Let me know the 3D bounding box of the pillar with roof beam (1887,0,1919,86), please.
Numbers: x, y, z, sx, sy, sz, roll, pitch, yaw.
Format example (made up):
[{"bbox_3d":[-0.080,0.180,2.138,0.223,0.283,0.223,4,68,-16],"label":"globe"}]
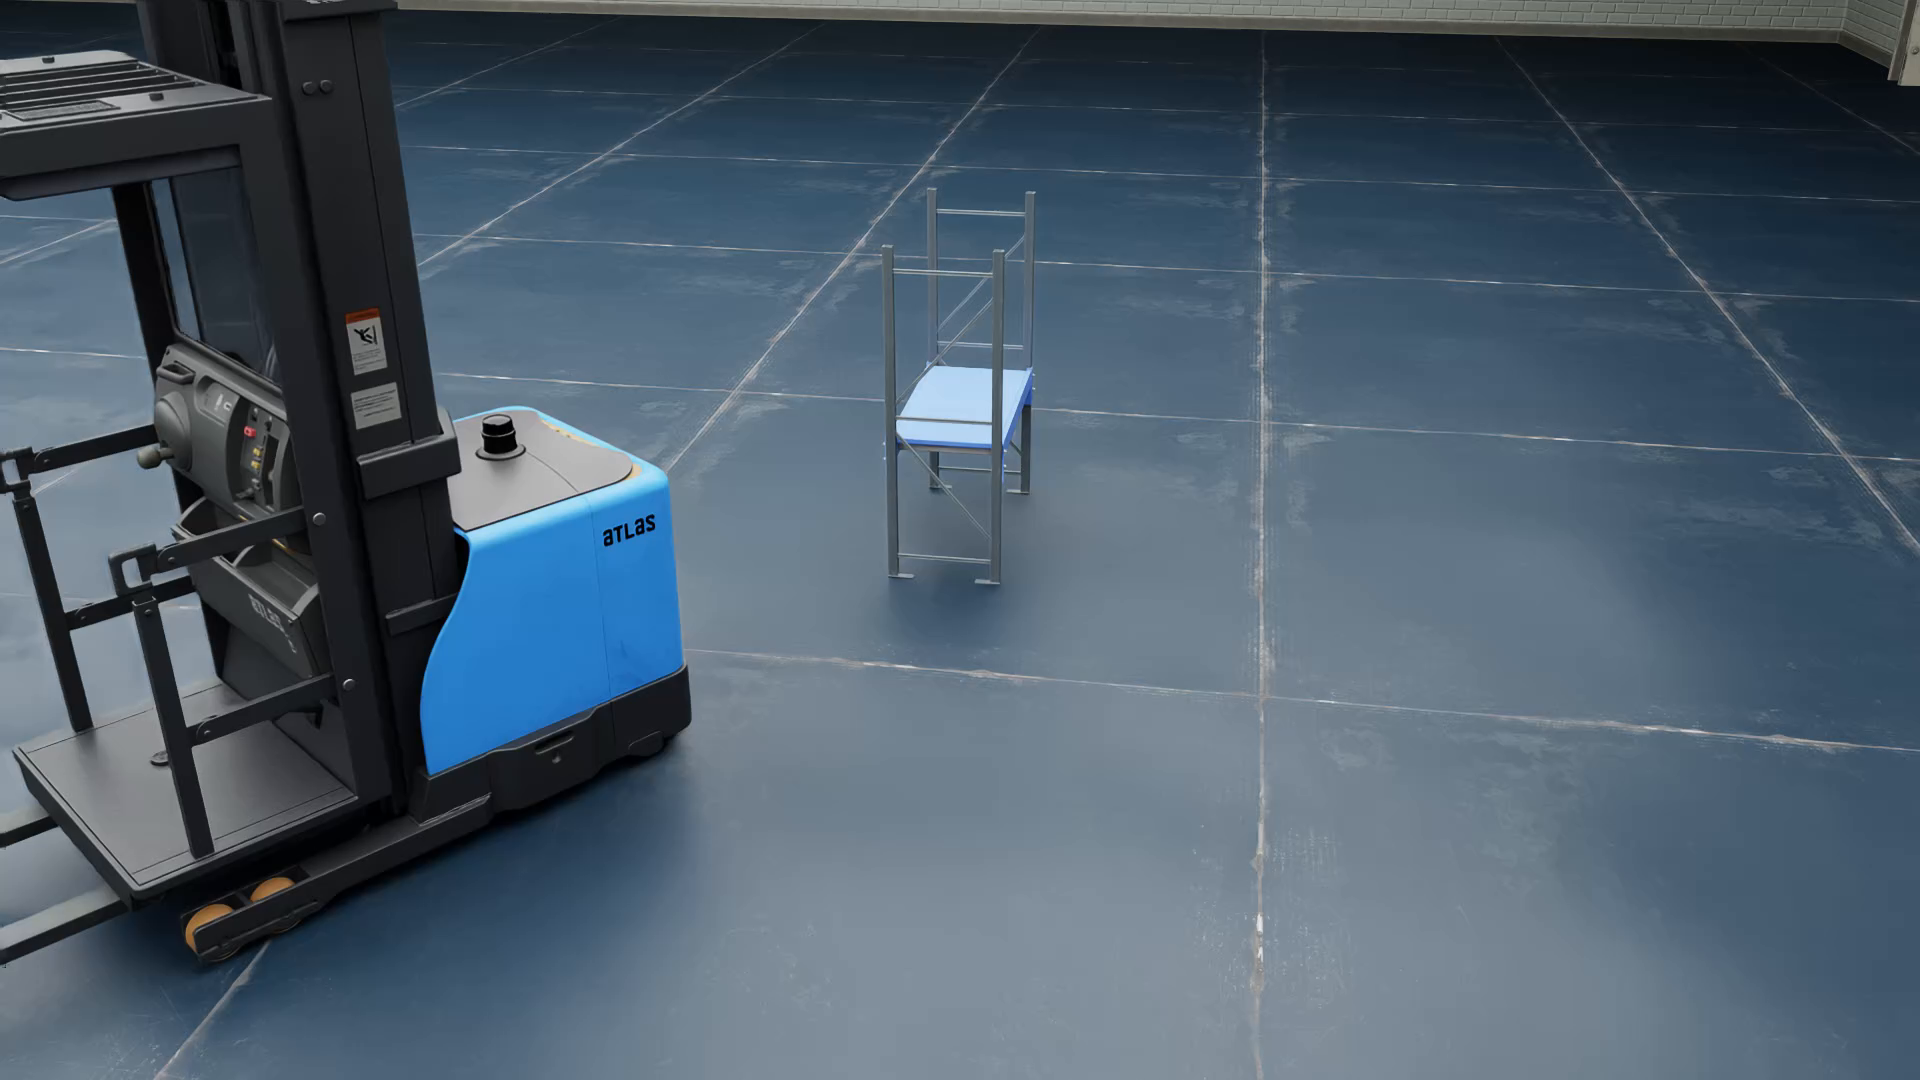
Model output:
[{"bbox_3d":[6.461,-9.542,17.522,9.100,9.000,0.400,4,25,9],"label":"pillar with roof beam"}]

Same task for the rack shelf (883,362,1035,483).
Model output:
[{"bbox_3d":[0.014,-0.552,7.585,0.538,0.185,1.000,4,25,9],"label":"rack shelf"}]

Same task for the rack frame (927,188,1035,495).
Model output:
[{"bbox_3d":[0.097,-0.928,7.962,0.500,1.500,0.032,4,25,9],"label":"rack frame"}]

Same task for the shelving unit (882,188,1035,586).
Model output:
[{"bbox_3d":[0.014,-0.715,7.508,0.538,1.500,1.048,4,25,9],"label":"shelving unit"}]

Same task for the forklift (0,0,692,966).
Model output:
[{"bbox_3d":[-2.397,-0.302,4.938,3.031,2.935,1.130,-23,33,-39],"label":"forklift"}]

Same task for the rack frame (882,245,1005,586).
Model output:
[{"bbox_3d":[-0.069,-0.502,7.054,0.500,1.500,0.032,4,25,9],"label":"rack frame"}]
